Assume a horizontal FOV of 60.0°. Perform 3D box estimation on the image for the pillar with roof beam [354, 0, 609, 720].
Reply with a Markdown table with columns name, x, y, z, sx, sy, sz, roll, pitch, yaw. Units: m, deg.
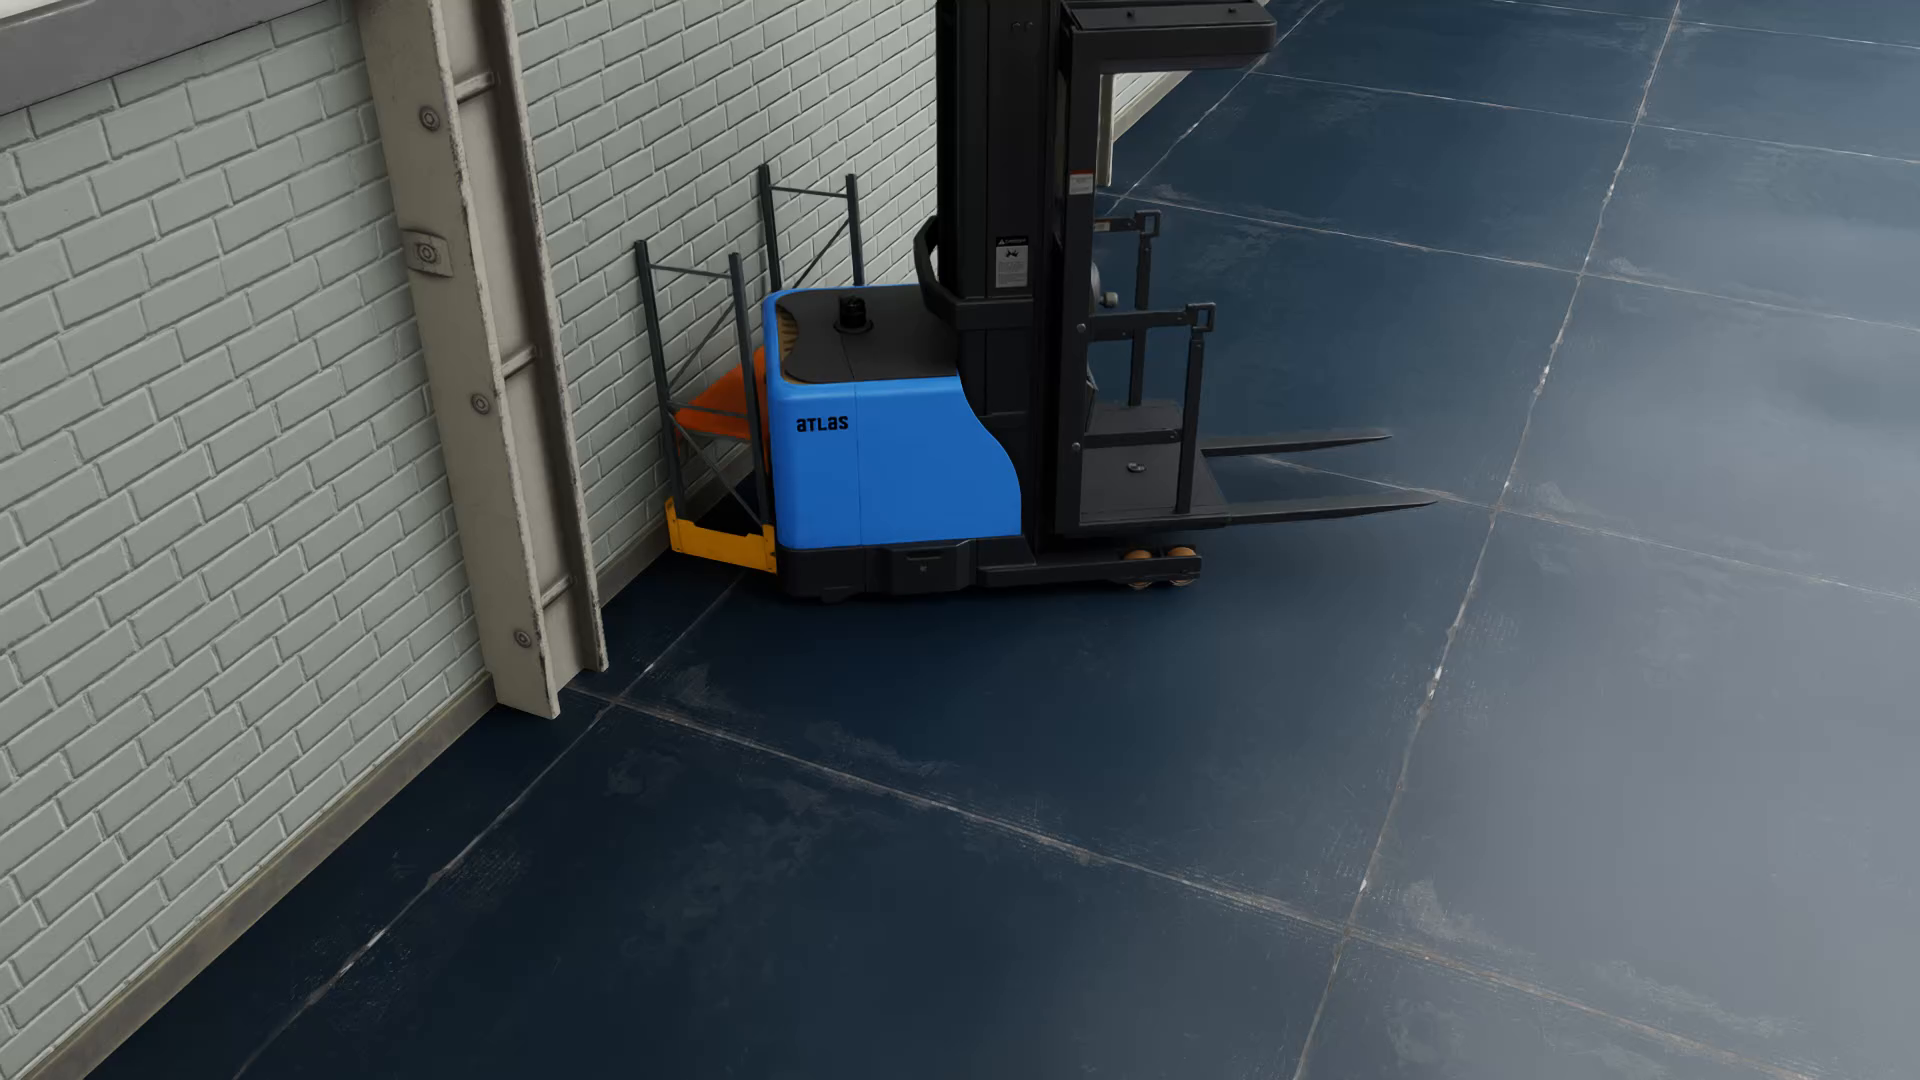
| name | x | y | z | sx | sy | sz | roll | pitch | yaw |
| --- | --- | --- | --- | --- | --- | --- | --- | --- | --- |
| pillar with roof beam | 2.224 | -2.190 | 2.883 | 9.100 | 9.000 | 0.400 | 14 | 36 | 20 |

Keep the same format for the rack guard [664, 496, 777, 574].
| name | x | y | z | sx | sy | sz | roll | pitch | yaw |
| --- | --- | --- | --- | --- | --- | --- | --- | --- | --- |
| rack guard | -1.061 | -0.025 | 7.541 | 0.587 | 0.250 | 0.087 | 11 | 34 | 22 |

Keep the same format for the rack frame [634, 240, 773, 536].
| name | x | y | z | sx | sy | sz | roll | pitch | yaw |
| --- | --- | --- | --- | --- | --- | --- | --- | --- | --- |
| rack frame | -1.089 | -0.560 | 7.218 | 0.500 | 1.500 | 0.032 | 11 | 34 | 22 |

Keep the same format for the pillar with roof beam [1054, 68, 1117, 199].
| name | x | y | z | sx | sy | sz | roll | pitch | yaw |
| --- | --- | --- | --- | --- | --- | --- | --- | --- | --- |
| pillar with roof beam | 4.734 | -5.178 | 7.440 | 9.100 | 9.000 | 0.400 | 14 | 36 | 20 |

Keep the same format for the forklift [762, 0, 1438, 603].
| name | x | y | z | sx | sy | sz | roll | pitch | yaw |
| --- | --- | --- | --- | --- | --- | --- | --- | --- | --- |
| forklift | 0.650 | -1.297 | 7.056 | 3.031 | 2.935 | 1.130 | -4 | 33 | -6 |

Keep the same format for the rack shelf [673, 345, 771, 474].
| name | x | y | z | sx | sy | sz | roll | pitch | yaw |
| --- | --- | --- | --- | --- | --- | --- | --- | --- | --- |
| rack shelf | -0.871 | -0.652 | 7.703 | 0.538 | 0.185 | 1.000 | 11 | 34 | 22 |

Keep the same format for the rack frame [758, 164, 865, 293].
| name | x | y | z | sx | sy | sz | roll | pitch | yaw |
| --- | --- | --- | --- | --- | --- | --- | --- | --- | --- |
| rack frame | -0.669 | -1.053 | 8.002 | 0.500 | 1.500 | 0.032 | 11 | 34 | 22 |

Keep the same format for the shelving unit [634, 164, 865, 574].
| name | x | y | z | sx | sy | sz | roll | pitch | yaw |
| --- | --- | --- | --- | --- | --- | --- | --- | --- | --- |
| shelving unit | -0.883 | -0.802 | 7.603 | 0.587 | 1.500 | 1.083 | 11 | 34 | 22 |
